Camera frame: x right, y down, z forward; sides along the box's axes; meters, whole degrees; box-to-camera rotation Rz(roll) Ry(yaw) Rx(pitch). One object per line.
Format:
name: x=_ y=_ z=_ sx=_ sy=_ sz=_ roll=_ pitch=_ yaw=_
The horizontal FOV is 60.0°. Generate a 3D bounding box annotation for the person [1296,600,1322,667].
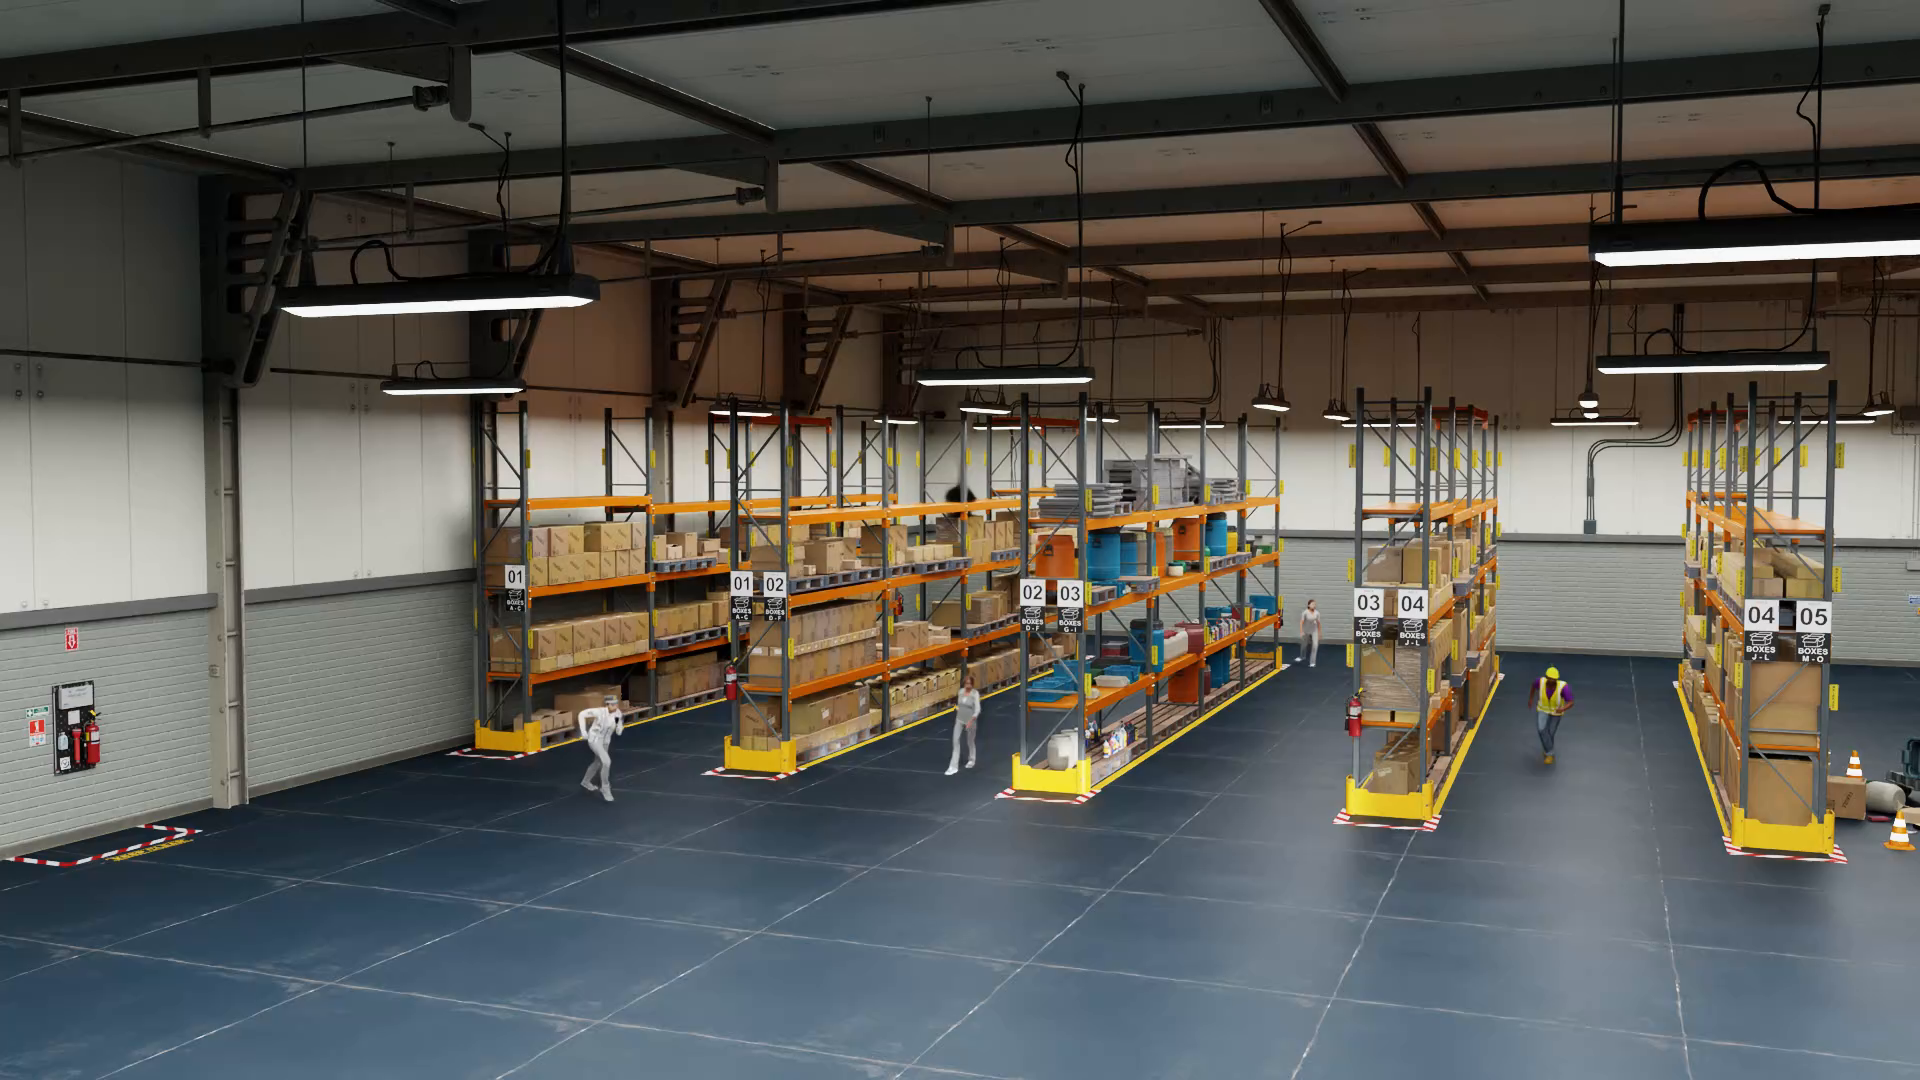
person: x=8.475 y=2.237 z=40.295 sx=0.580 sy=1.622 sz=0.829 roll=0 pitch=3 yaw=1

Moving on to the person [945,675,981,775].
person: x=0.103 y=2.900 z=26.321 sx=0.495 sy=1.539 sz=0.904 roll=1 pitch=3 yaw=18

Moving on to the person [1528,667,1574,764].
person: x=9.745 y=2.847 z=27.441 sx=0.714 sy=1.595 sz=1.079 roll=1 pitch=3 yaw=20

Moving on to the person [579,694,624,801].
person: x=-5.344 y=3.052 z=24.541 sx=0.950 sy=1.611 sz=0.657 roll=3 pitch=4 yaw=44
